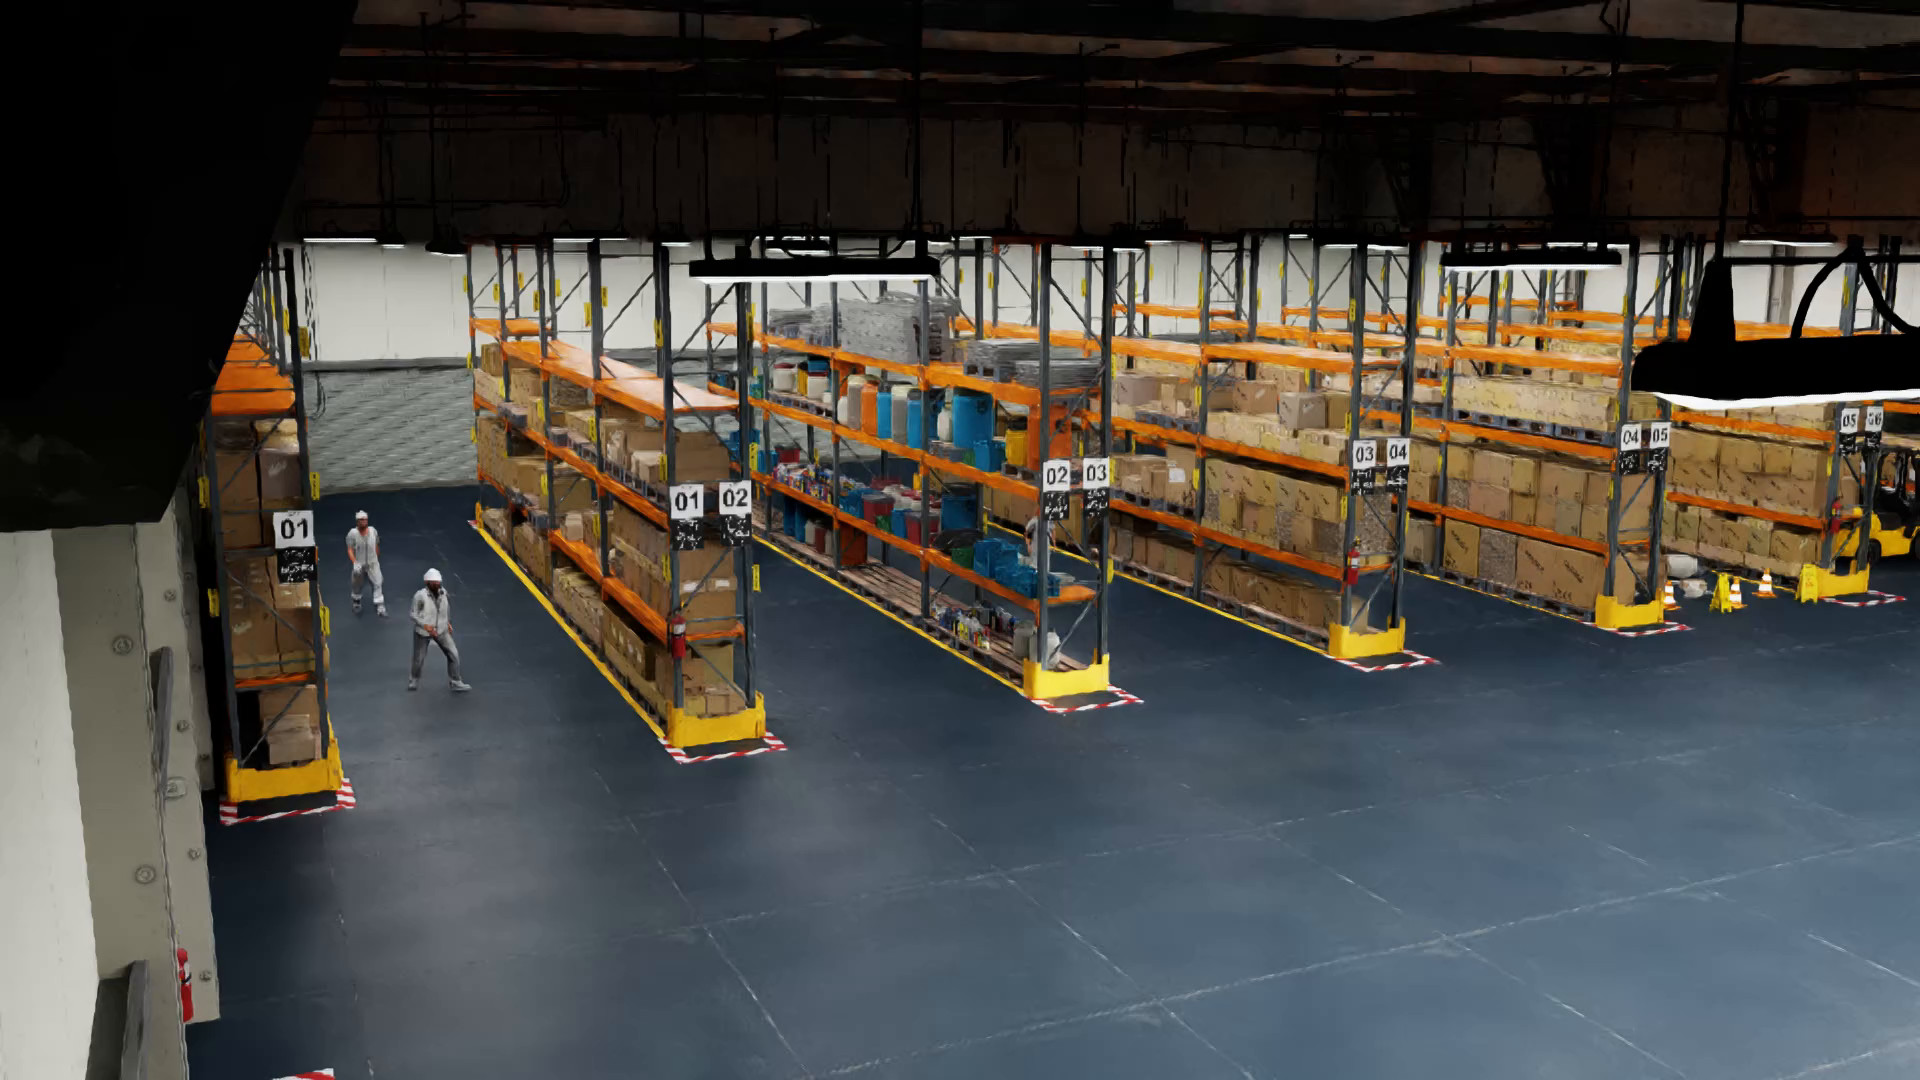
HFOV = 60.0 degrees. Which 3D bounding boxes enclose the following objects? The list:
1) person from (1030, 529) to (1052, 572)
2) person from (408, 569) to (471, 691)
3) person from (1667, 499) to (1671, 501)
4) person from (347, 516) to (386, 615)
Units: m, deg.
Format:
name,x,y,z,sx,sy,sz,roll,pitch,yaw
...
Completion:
name,x,y,z,sx,sy,sz,roll,pitch,yaw
person,1.316,0.358,28.231,0.437,1.175,0.465,-5,12,-25
person,-7.110,1.201,22.415,0.683,1.714,0.837,-9,14,-40
person,15.269,-1.527,36.116,0.378,1.700,0.625,1,11,6
person,-9.552,0.368,26.638,0.523,1.636,0.862,-7,13,-32
